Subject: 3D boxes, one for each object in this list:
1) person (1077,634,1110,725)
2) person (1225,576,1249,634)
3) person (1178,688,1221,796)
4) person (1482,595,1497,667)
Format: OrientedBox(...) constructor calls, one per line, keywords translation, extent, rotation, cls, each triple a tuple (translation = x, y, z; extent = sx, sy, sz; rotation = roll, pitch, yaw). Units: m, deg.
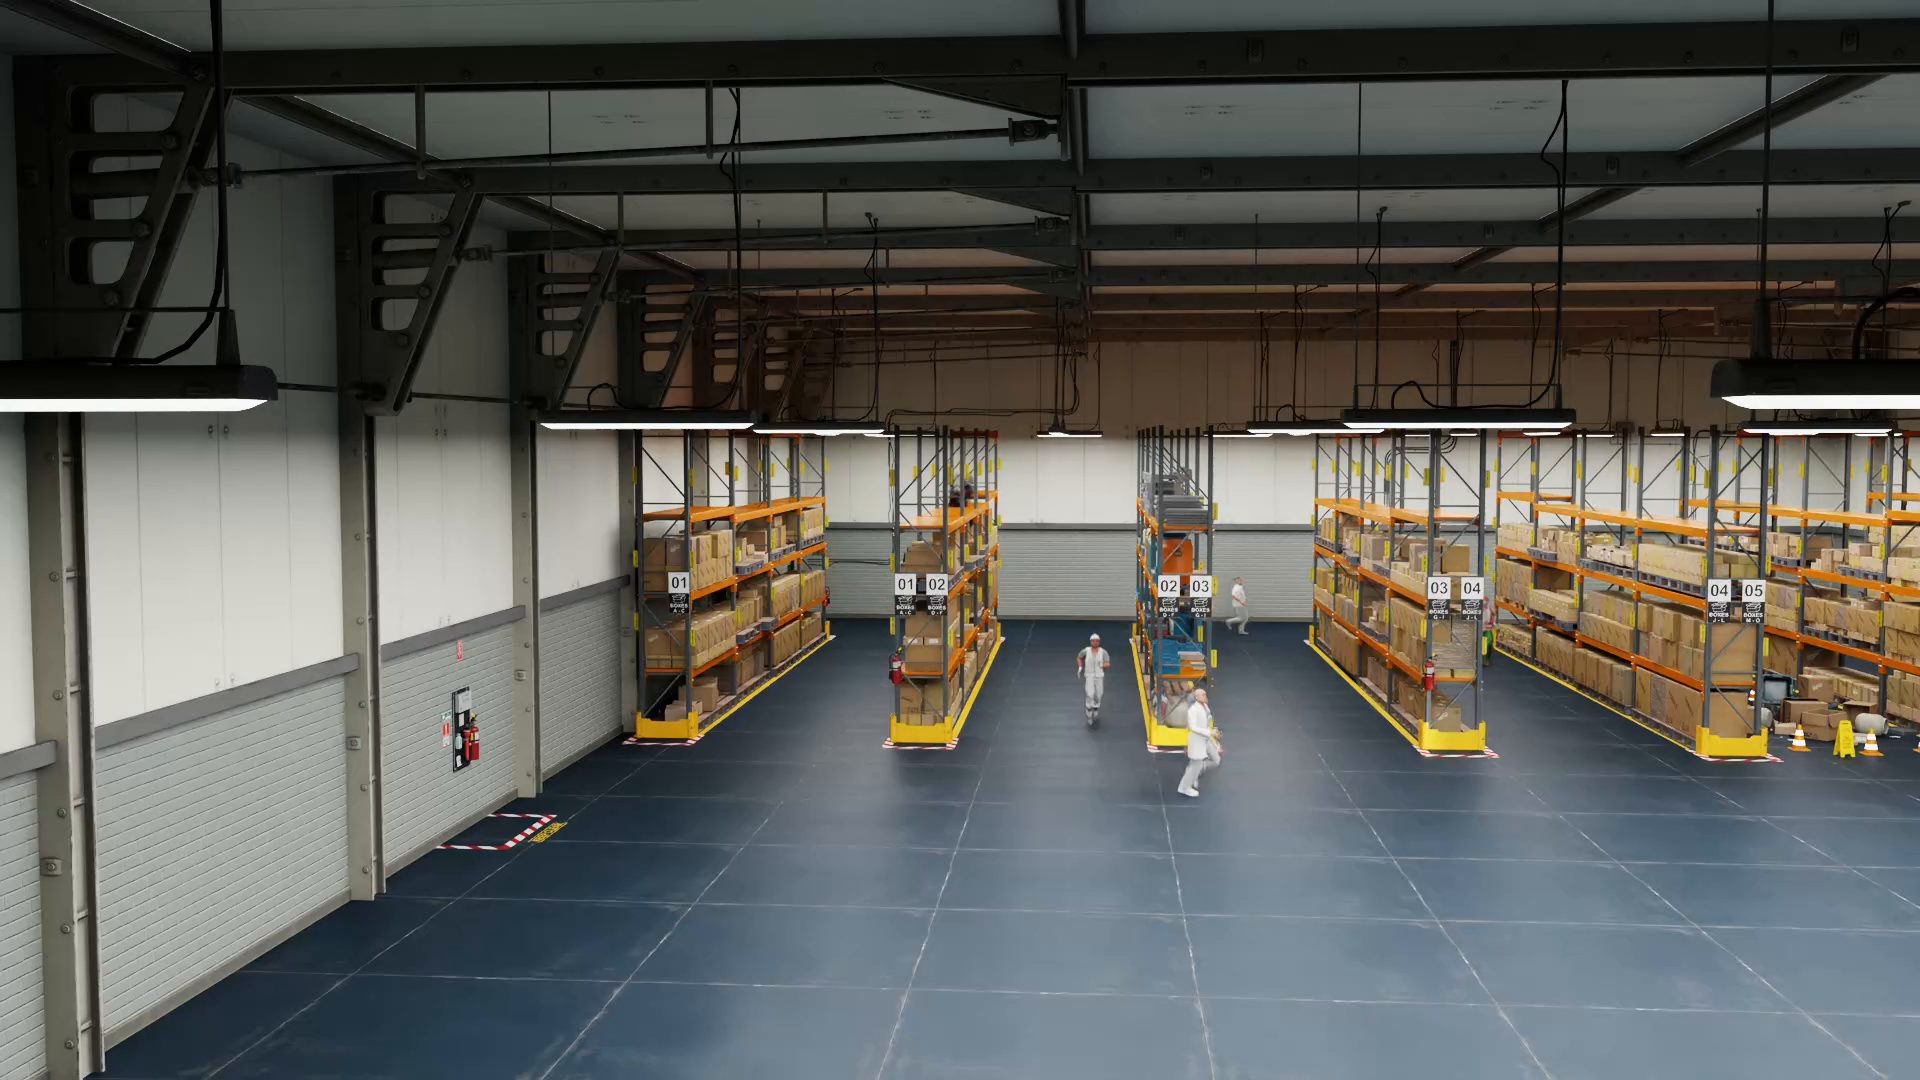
OrientedBox(translation=(2.705, 2.813, 33.575), extent=(0.644, 1.830, 0.752), rotation=(0, 3, -4), cls="person")
OrientedBox(translation=(8.180, 1.914, 48.992), extent=(0.698, 1.744, 0.662), rotation=(1, 4, 17), cls="person")
OrientedBox(translation=(3.886, 3.247, 26.755), extent=(0.766, 1.738, 0.741), rotation=(2, 4, 36), cls="person")
OrientedBox(translation=(13.278, 2.301, 42.070), extent=(0.639, 1.794, 0.711), rotation=(1, 3, 11), cls="person")
